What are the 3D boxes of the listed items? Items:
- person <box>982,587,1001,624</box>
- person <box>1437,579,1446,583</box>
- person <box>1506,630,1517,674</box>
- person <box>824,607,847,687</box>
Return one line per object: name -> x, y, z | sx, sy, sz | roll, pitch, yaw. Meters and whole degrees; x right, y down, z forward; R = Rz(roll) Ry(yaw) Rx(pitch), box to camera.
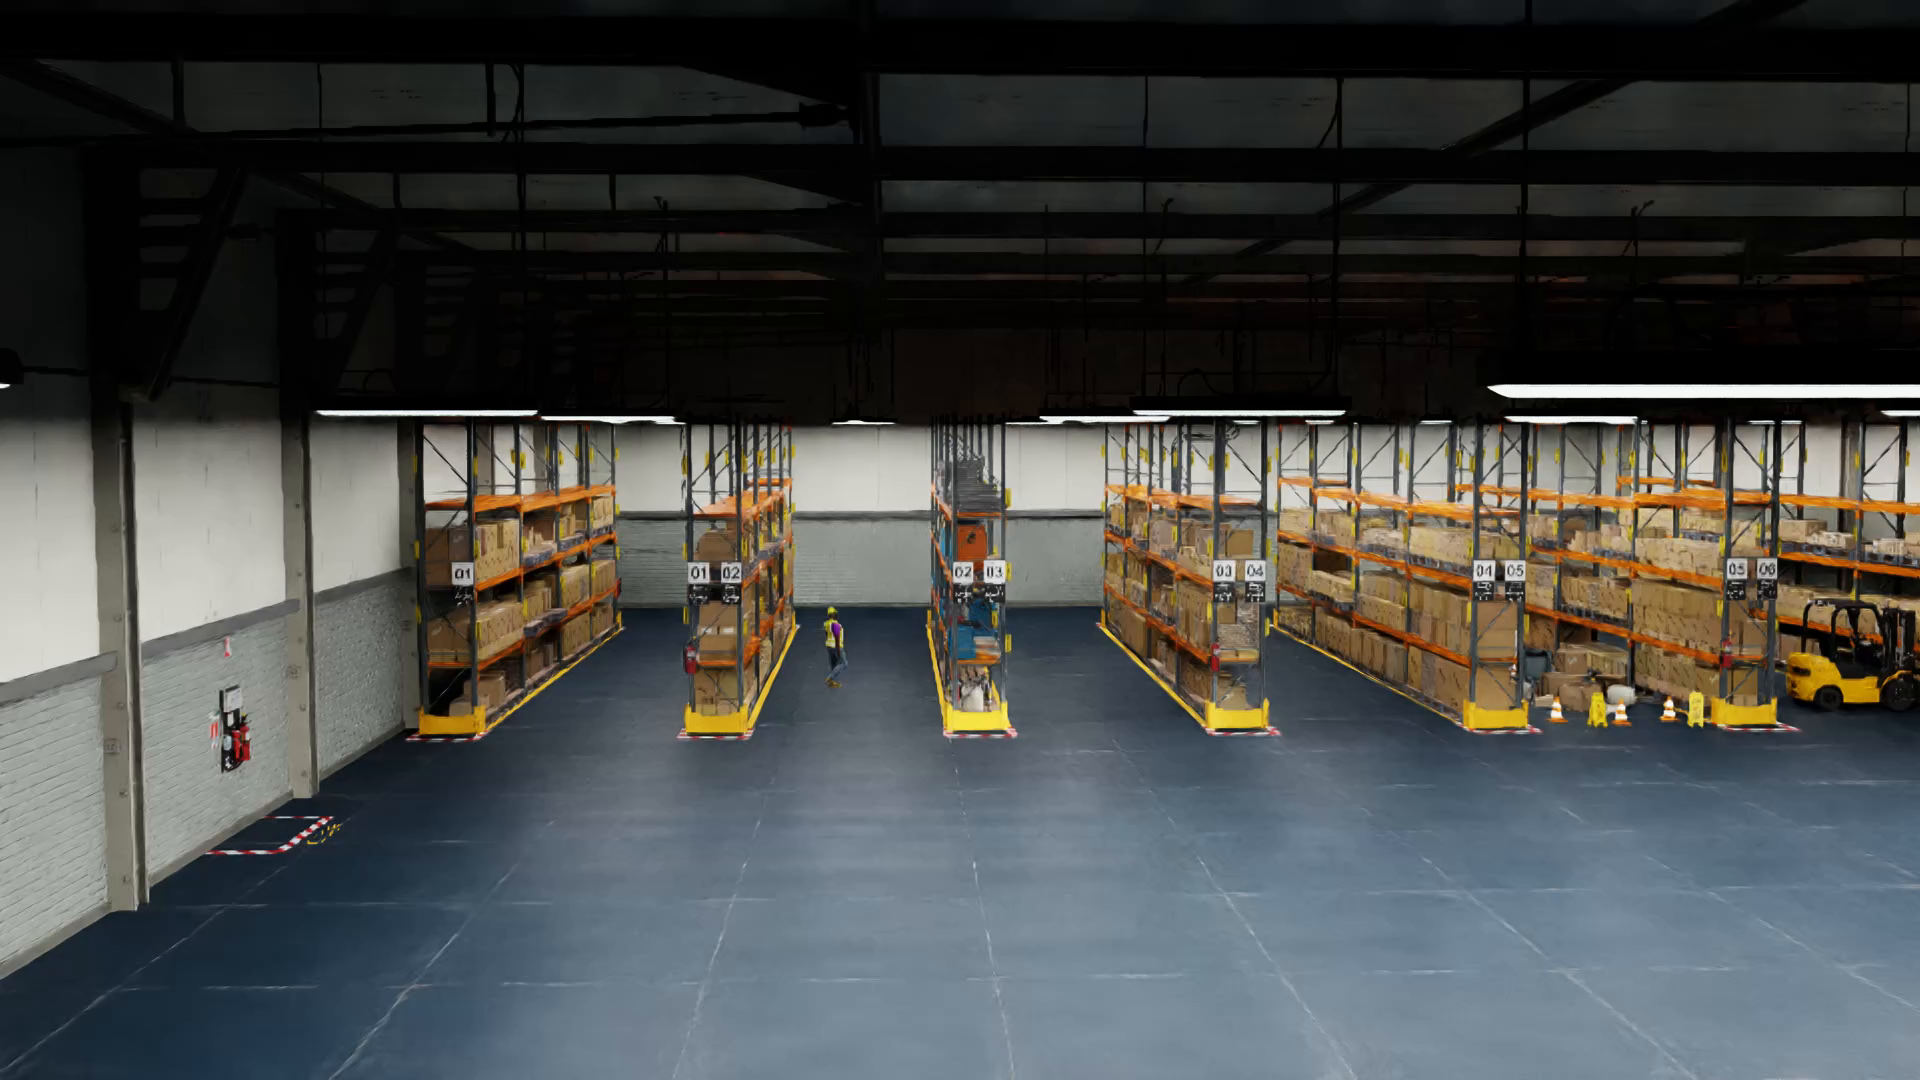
person -> 0.797, 1.573, 48.337 | 0.591, 1.735, 0.774 | -2, 4, -28
person -> 12.795, 1.863, 44.276 | 0.528, 1.669, 0.565 | 1, 4, 17
person -> 12.729, 2.203, 38.416 | 0.547, 1.785, 0.646 | 2, 4, 25
person -> -2.769, 2.354, 36.529 | 0.457, 1.763, 0.609 | -2, 4, -29
